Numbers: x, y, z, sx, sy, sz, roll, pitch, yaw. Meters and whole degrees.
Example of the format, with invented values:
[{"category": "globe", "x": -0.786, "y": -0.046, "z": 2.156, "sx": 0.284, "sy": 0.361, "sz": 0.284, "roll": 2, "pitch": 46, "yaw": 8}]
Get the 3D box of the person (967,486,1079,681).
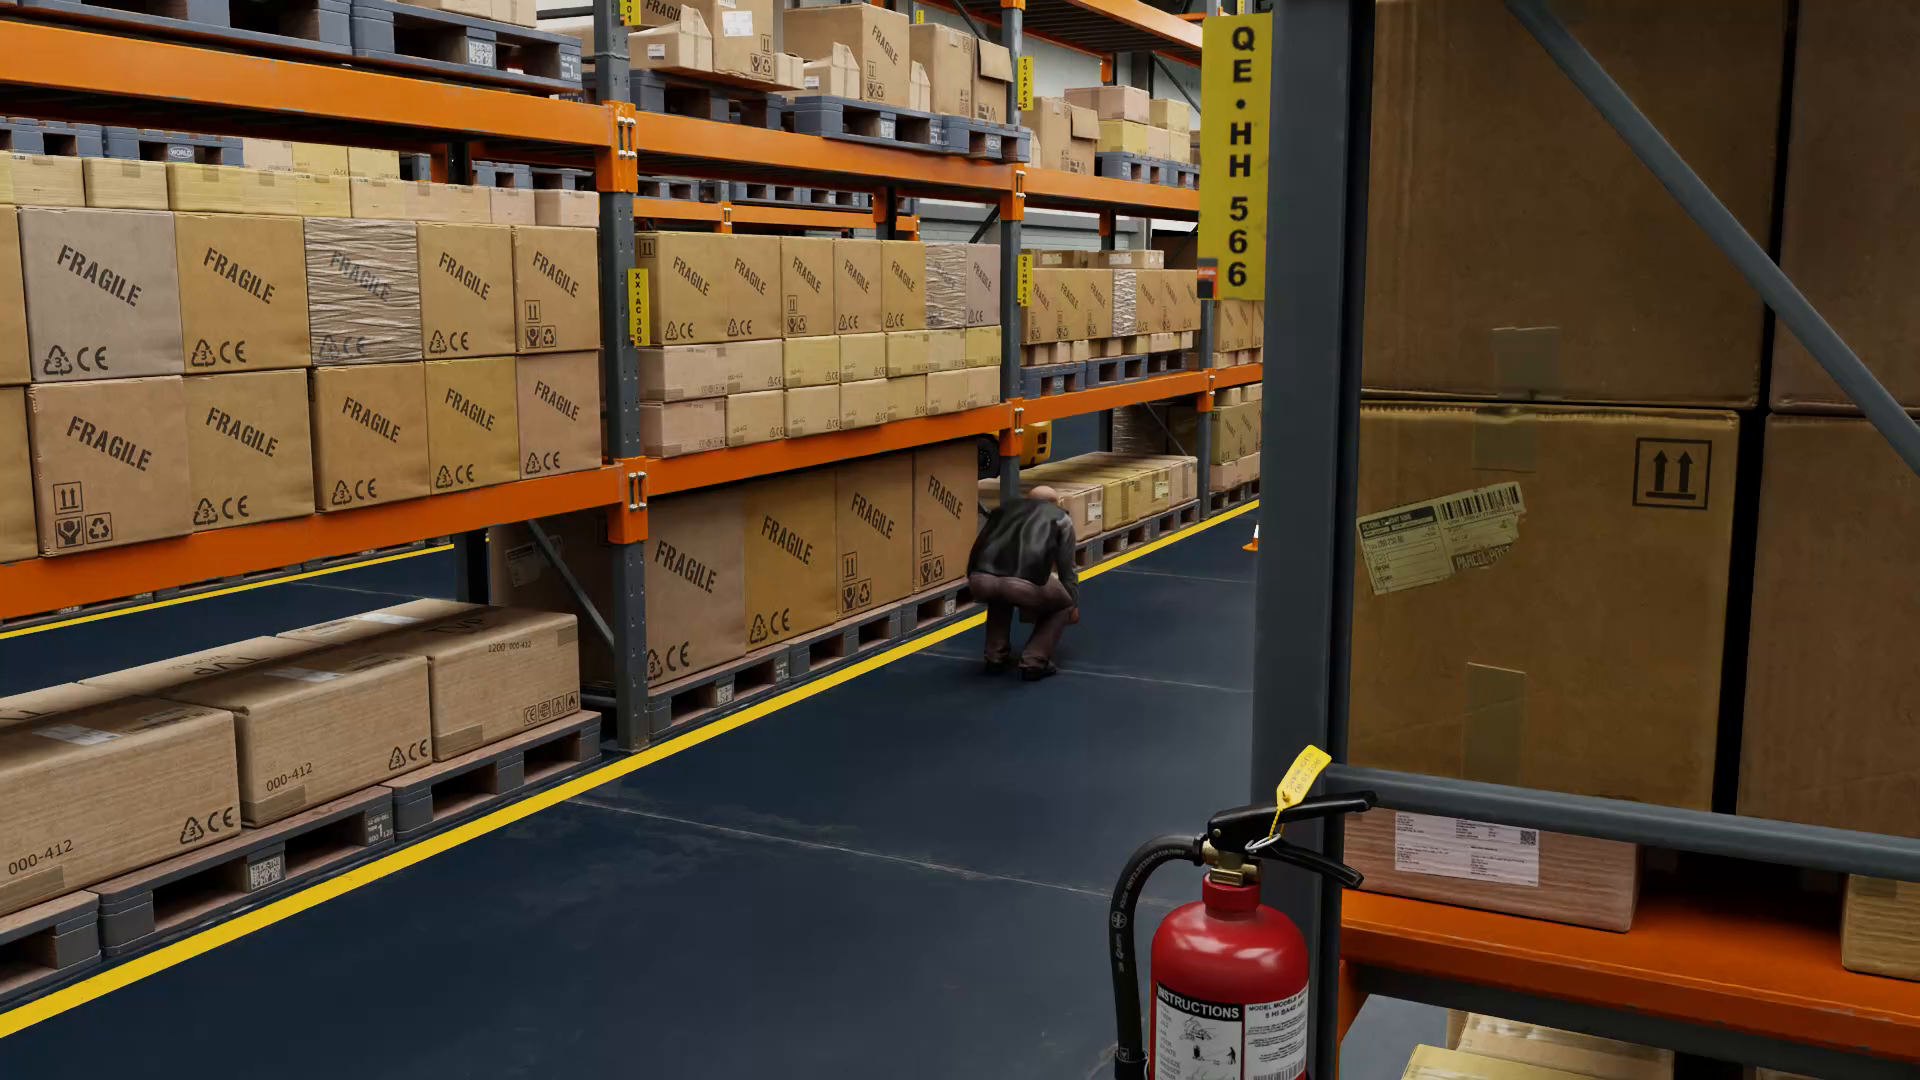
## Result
[{"category": "person", "x": 0.350, "y": 0.230, "z": 8.978, "sx": 0.509, "sy": 0.954, "sz": 0.888, "roll": 4, "pitch": 10, "yaw": 24}]
